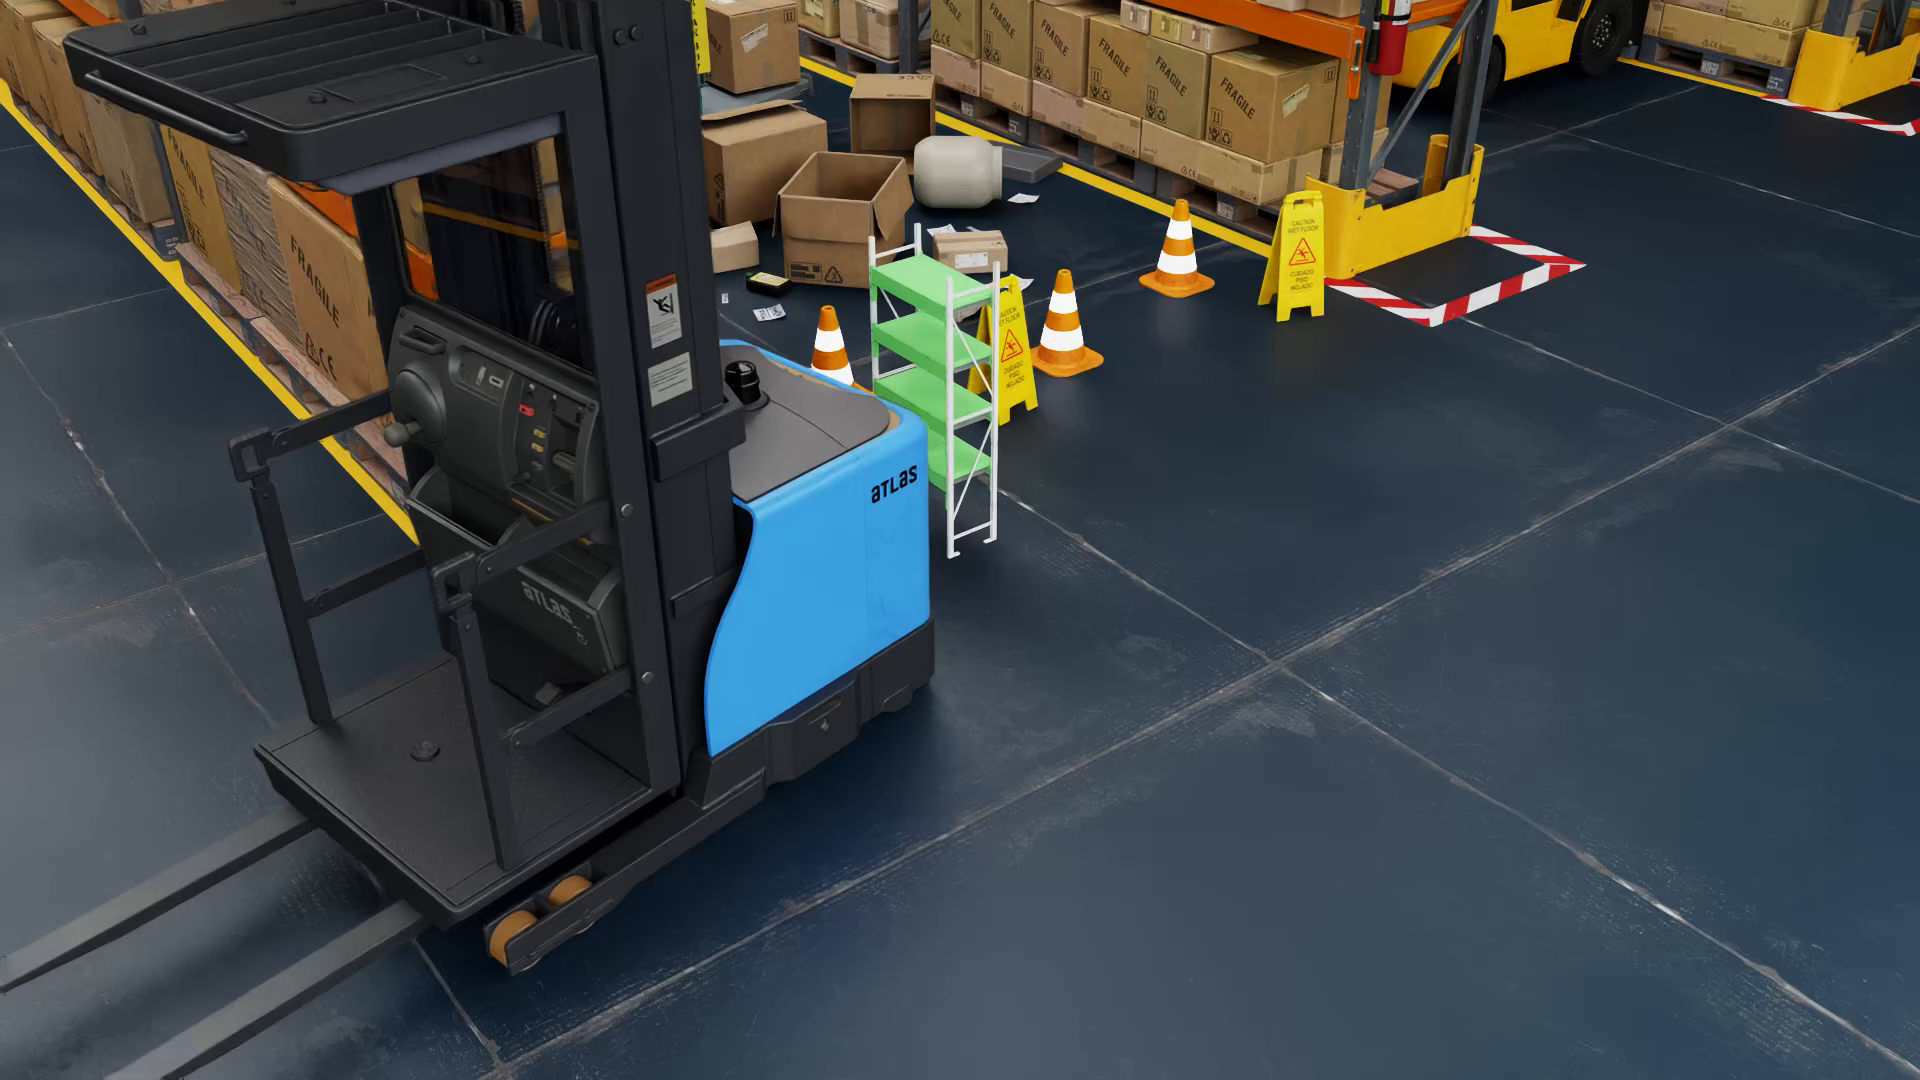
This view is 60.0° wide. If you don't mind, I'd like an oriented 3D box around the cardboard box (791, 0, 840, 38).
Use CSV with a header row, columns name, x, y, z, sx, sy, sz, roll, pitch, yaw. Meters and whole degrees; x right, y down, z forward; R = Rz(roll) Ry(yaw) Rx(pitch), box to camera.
name,x,y,z,sx,sy,sz,roll,pitch,yaw
cardboard box,-0.766,-4.147,12.676,0.950,0.372,0.625,-20,37,-29

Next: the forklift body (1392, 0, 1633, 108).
name,x,y,z,sx,sy,sz,roll,pitch,yaw
forklift body,3.768,-4.348,11.712,2.313,2.155,1.214,-22,38,-31

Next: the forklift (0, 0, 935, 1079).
name,x,y,z,sx,sy,sz,roll,pitch,yaw
forklift,-1.443,-0.316,4.480,1.130,2.935,3.031,25,40,34

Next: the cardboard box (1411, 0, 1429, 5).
name,x,y,z,sx,sy,sz,roll,pitch,yaw
cardboard box,2.409,-3.003,8.980,0.380,0.149,0.250,-22,38,-31

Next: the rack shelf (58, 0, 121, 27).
name,x,y,z,sx,sy,sz,roll,pitch,yaw
rack shelf,-5.074,-3.453,10.148,1.077,0.370,4.000,-22,38,-31

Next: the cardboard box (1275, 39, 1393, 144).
name,x,y,z,sx,sy,sz,roll,pitch,yaw
cardboard box,2.163,-2.666,9.696,0.500,0.500,0.500,-24,39,-33

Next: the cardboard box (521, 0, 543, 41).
name,x,y,z,sx,sy,sz,roll,pitch,yaw
cardboard box,-1.591,-1.947,5.877,0.875,0.550,0.550,-22,38,-31

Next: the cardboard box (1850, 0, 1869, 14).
name,x,y,z,sx,sy,sz,roll,pitch,yaw
cardboard box,6.248,-3.995,12.073,0.500,0.250,0.500,-21,38,-31

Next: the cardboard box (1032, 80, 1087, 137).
name,x,y,z,sx,sy,sz,roll,pitch,yaw
cardboard box,0.813,-2.806,10.634,0.500,0.250,0.500,-23,38,-32

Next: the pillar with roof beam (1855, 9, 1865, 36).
name,x,y,z,sx,sy,sz,roll,pitch,yaw
pillar with roof beam,3.257,-6.246,8.278,9.100,9.000,0.400,-22,38,-31

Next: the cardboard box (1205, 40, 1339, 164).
name,x,y,z,sx,sy,sz,roll,pitch,yaw
cardboard box,1.757,-2.480,9.397,0.500,0.500,0.500,-22,38,-31

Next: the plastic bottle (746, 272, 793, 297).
name,x,y,z,sx,sy,sz,roll,pitch,yaw
plastic bottle,-1.049,-1.376,8.908,0.283,0.061,0.133,18,36,27

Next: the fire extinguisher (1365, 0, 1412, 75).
name,x,y,z,sx,sy,sz,roll,pitch,yaw
fire extinguisher,2.160,-2.672,8.282,0.296,0.674,0.183,-22,38,-31

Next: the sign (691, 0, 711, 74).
name,x,y,z,sx,sy,sz,roll,pitch,yaw
sign,-0.952,-1.836,5.968,0.100,0.325,0.005,-22,38,-31

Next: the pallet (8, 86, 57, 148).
name,x,y,z,sx,sy,sz,roll,pitch,yaw
pallet,-5.876,-3.054,11.468,1.003,0.211,1.213,-22,38,-31

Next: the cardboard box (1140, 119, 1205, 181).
name,x,y,z,sx,sy,sz,roll,pitch,yaw
cardboard box,1.434,-2.380,9.947,0.500,0.250,0.500,-22,38,-31

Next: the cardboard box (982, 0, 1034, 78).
name,x,y,z,sx,sy,sz,roll,pitch,yaw
cardboard box,0.487,-3.345,10.790,0.500,0.500,0.500,-21,37,-30

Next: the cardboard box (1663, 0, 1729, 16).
name,x,y,z,sx,sy,sz,roll,pitch,yaw
cardboard box,5.528,-4.046,12.155,0.500,0.250,0.500,-23,38,-32

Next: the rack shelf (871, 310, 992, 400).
name,x,y,z,sx,sy,sz,roll,pitch,yaw
rack shelf,-0.101,-0.728,6.452,0.258,0.148,0.480,-22,38,-31

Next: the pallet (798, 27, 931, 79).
name,x,y,z,sx,sy,sz,roll,pitch,yaw
pallet,-0.478,-3.708,12.520,1.003,0.211,1.213,-22,38,-31

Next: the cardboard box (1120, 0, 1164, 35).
name,x,y,z,sx,sy,sz,roll,pitch,yaw
cardboard box,1.166,-3.103,9.785,0.380,0.149,0.250,-21,37,-29

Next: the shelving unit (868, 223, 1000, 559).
name,x,y,z,sx,sy,sz,roll,pitch,yaw
shelving unit,-0.101,-0.579,6.545,0.258,1.200,0.503,-22,38,-31

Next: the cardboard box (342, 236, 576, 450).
name,x,y,z,sx,sy,sz,roll,pitch,yaw
cardboard box,-1.862,-0.795,6.802,0.875,0.875,0.875,-22,38,-31

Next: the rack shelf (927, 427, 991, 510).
name,x,y,z,sx,sy,sz,roll,pitch,yaw
rack shelf,-0.102,-0.321,6.705,0.258,0.148,0.480,-22,38,-31

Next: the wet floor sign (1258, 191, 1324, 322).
name,x,y,z,sx,sy,sz,roll,pitch,yaw
wet floor sign,1.725,-1.476,8.515,0.267,0.644,0.232,-10,33,-15

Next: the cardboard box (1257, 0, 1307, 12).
name,x,y,z,sx,sy,sz,roll,pitch,yaw
cardboard box,1.812,-2.951,8.896,0.380,0.149,0.250,-23,38,-32

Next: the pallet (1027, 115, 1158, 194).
name,x,y,z,sx,sy,sz,roll,pitch,yaw
pallet,1.193,-2.606,10.747,1.003,0.211,1.213,-22,38,-31

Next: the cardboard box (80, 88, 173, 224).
name,x,y,z,sx,sy,sz,roll,pitch,yaw
cardboard box,-4.299,-2.377,9.468,1.050,0.750,0.750,-22,38,-32

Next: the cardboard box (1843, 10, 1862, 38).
name,x,y,z,sx,sy,sz,roll,pitch,yaw
cardboard box,6.226,-3.787,12.213,0.500,0.250,0.500,-22,38,-31

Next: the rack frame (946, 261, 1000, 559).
name,x,y,z,sx,sy,sz,roll,pitch,yaw
rack frame,0.048,-0.477,6.381,0.240,1.200,0.015,-22,38,-31

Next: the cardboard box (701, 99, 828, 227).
name,x,y,z,sx,sy,sz,roll,pitch,yaw
cardboard box,-1.203,-2.198,9.684,0.797,0.637,0.503,-22,38,-31

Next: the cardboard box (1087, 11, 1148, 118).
name,x,y,z,sx,sy,sz,roll,pitch,yaw
cardboard box,1.130,-2.909,10.088,0.500,0.500,0.500,-23,39,-32

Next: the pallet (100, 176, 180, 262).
name,x,y,z,sx,sy,sz,roll,pitch,yaw
pallet,-4.380,-2.037,9.830,1.003,0.211,1.213,-22,38,-31

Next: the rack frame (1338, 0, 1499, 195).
name,x,y,z,sx,sy,sz,roll,pitch,yaw
rack frame,2.454,-2.901,8.578,1.000,3.000,0.127,-22,38,-31

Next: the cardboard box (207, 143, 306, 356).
name,x,y,z,sx,sy,sz,roll,pitch,yaw
cardboard box,-2.961,-1.541,8.004,0.875,0.875,0.875,-22,38,-31

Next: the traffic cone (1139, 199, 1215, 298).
name,x,y,z,sx,sy,sz,roll,pitch,yaw
traffic cone,1.171,-1.585,8.864,0.336,0.463,0.334,-22,38,-31

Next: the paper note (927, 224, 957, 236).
name,x,y,z,sx,sy,sz,roll,pitch,yaw
paper note,-0.101,-1.788,9.610,0.148,0.019,0.142,-10,33,-15

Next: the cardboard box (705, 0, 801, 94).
name,x,y,z,sx,sy,sz,roll,pitch,yaw
cardboard box,-1.387,-3.240,10.775,0.500,0.500,0.500,-22,38,-31

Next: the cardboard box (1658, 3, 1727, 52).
name,x,y,z,sx,sy,sz,roll,pitch,yaw
cardboard box,5.537,-3.823,12.270,0.500,0.250,0.500,-22,38,-31

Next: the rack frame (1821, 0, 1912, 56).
name,x,y,z,sx,sy,sz,roll,pitch,yaw
rack frame,6.372,-4.509,11.166,1.000,3.000,0.127,-22,38,-31

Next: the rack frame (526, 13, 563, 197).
name,x,y,z,sx,sy,sz,roll,pitch,yaw
rack frame,-1.394,-1.258,5.932,1.000,3.000,0.127,-22,38,-31

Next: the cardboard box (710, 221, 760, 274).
name,x,y,z,sx,sy,sz,roll,pitch,yaw
cardboard box,-1.338,-1.643,9.143,0.396,0.266,0.258,-16,35,-23

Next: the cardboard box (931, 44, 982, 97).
name,x,y,z,sx,sy,sz,roll,pitch,yaw
cardboard box,0.149,-3.245,11.340,0.500,0.250,0.500,-24,39,-33

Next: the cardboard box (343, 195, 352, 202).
name,x,y,z,sx,sy,sz,roll,pitch,yaw
cardboard box,-2.012,-1.684,6.475,0.875,0.550,0.550,-22,38,-31

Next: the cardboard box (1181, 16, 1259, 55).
name,x,y,z,sx,sy,sz,roll,pitch,yaw
cardboard box,1.478,-2.887,9.437,0.380,0.149,0.250,-21,38,-30

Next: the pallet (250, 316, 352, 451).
name,x,y,z,sx,sy,sz,roll,pitch,yaw
pallet,-2.690,-0.889,7.981,1.003,0.211,1.213,-22,38,-31

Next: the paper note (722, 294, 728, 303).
name,x,y,z,sx,sy,sz,roll,pitch,yaw
paper note,-1.244,-1.279,8.800,0.032,0.001,0.123,-4,32,-7

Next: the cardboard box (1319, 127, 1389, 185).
name,x,y,z,sx,sy,sz,roll,pitch,yaw
cardboard box,2.178,-2.337,9.878,0.500,0.250,0.500,-23,38,-32

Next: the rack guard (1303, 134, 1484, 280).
name,x,y,z,sx,sy,sz,roll,pitch,yaw
rack guard,2.407,-1.871,9.289,1.175,0.500,0.348,-22,38,-31

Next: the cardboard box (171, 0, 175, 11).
name,x,y,z,sx,sy,sz,roll,pitch,yaw
cardboard box,-3.256,-2.617,7.978,0.875,0.550,0.550,-22,38,-31

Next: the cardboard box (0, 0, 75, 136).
name,x,y,z,sx,sy,sz,roll,pitch,yaw
cardboard box,-5.459,-3.168,10.742,1.050,0.750,0.750,-22,38,-31

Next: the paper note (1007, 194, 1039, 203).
name,x,y,z,sx,sy,sz,roll,pitch,yaw
paper note,0.386,-2.069,10.053,0.148,0.019,0.142,18,36,27

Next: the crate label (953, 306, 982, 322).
name,x,y,z,sx,sy,sz,roll,pitch,yaw
crate label,-0.028,-1.254,8.639,0.298,0.136,0.250,12,34,19

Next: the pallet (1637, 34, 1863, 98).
name,x,y,z,sx,sy,sz,roll,pitch,yaw
pallet,5.870,-3.629,12.393,1.003,0.211,1.213,-22,38,-31
